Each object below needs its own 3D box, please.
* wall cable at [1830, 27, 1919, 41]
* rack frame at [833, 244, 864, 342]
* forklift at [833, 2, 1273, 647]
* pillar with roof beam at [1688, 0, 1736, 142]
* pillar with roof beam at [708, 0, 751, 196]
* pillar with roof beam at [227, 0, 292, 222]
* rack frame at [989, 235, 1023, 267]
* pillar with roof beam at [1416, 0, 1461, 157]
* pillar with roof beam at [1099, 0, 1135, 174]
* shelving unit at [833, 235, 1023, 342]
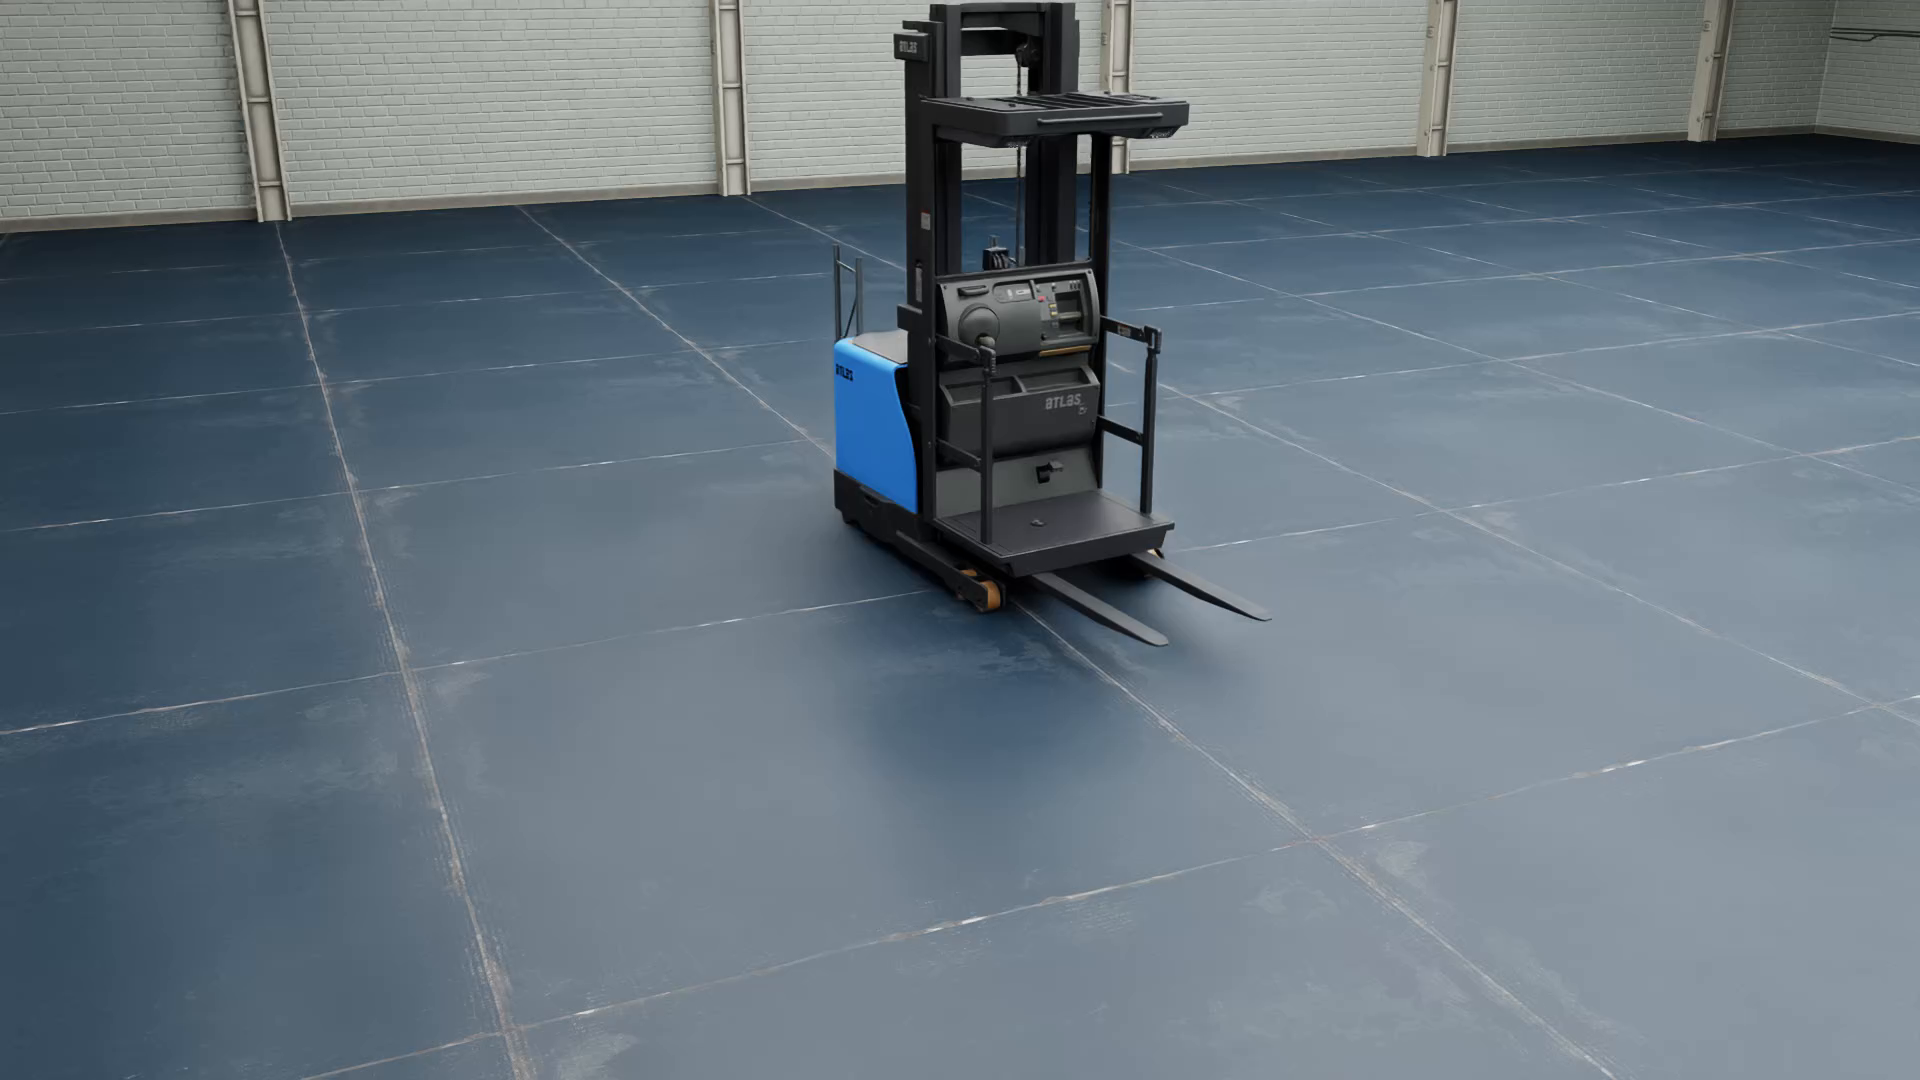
[{"bbox_3d":[16.597,-9.977,28.983,0.112,2.526,3.097,-8,21,-22],"label":"wall cable"},{"bbox_3d":[-0.671,-1.015,10.147,0.032,1.500,0.500,-7,21,-19],"label":"rack frame"},{"bbox_3d":[0.427,-1.185,8.473,1.130,2.935,3.031,-11,22,-28],"label":"forklift"},{"bbox_3d":[15.073,-10.144,24.783,0.400,9.000,9.100,-8,21,-22],"label":"pillar with roof beam"},{"bbox_3d":[-1.455,-7.776,18.058,0.400,9.000,9.100,-8,21,-22],"label":"pillar with roof beam"},{"bbox_3d":[-6.964,-6.987,15.816,0.400,9.000,9.100,-8,21,-22],"label":"pillar with roof beam"},{"bbox_3d":[0.281,-1.134,10.483,0.032,1.500,0.500,-7,21,-19],"label":"rack frame"},{"bbox_3d":[9.564,-9.355,22.541,0.400,9.000,9.100,-8,21,-22],"label":"pillar with roof beam"},{"bbox_3d":[4.055,-8.566,20.300,0.400,9.000,9.100,-8,21,-22],"label":"pillar with roof beam"},{"bbox_3d":[-0.195,-1.074,10.315,1.048,1.500,0.538,-7,21,-19],"label":"shelving unit"}]
